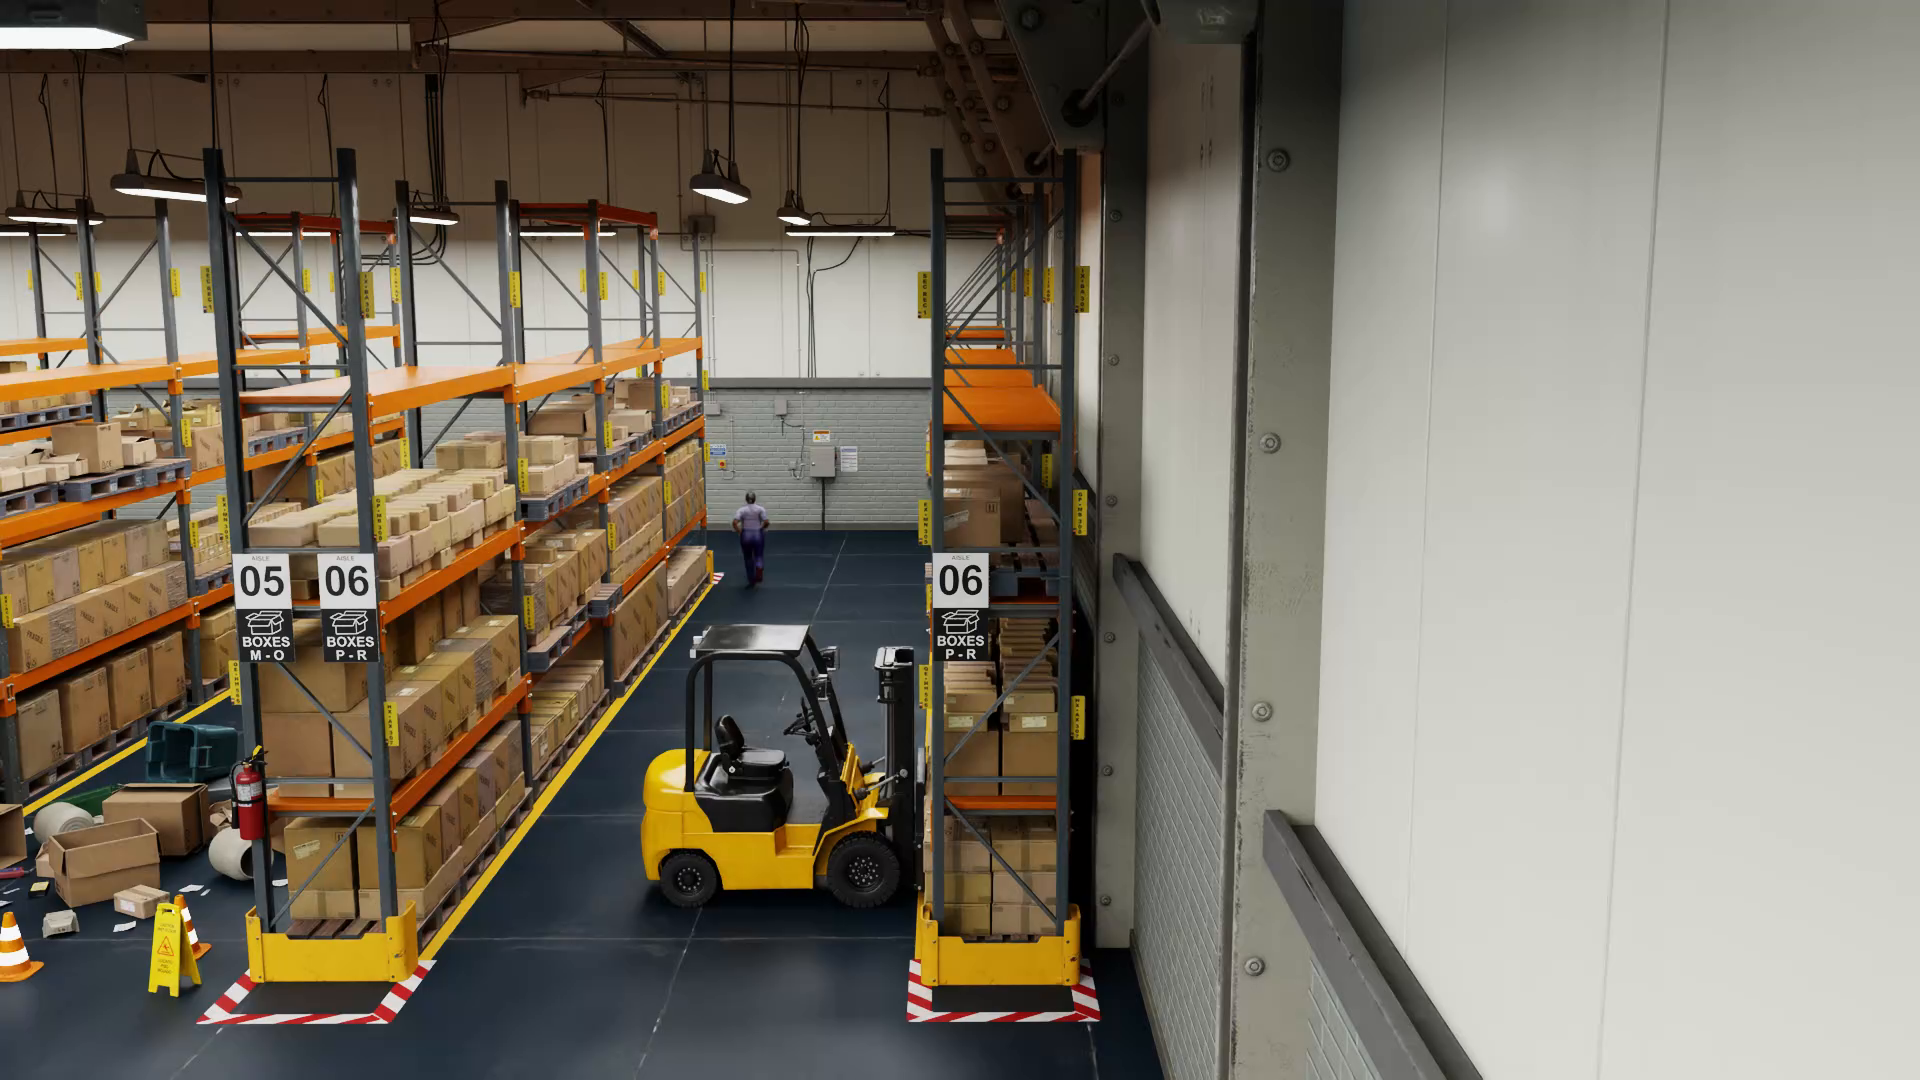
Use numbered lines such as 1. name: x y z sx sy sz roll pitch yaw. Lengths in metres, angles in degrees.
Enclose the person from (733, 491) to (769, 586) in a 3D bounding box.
1. person: -3.447 0.007 27.470 0.605 1.632 0.694 -1 9 -8
